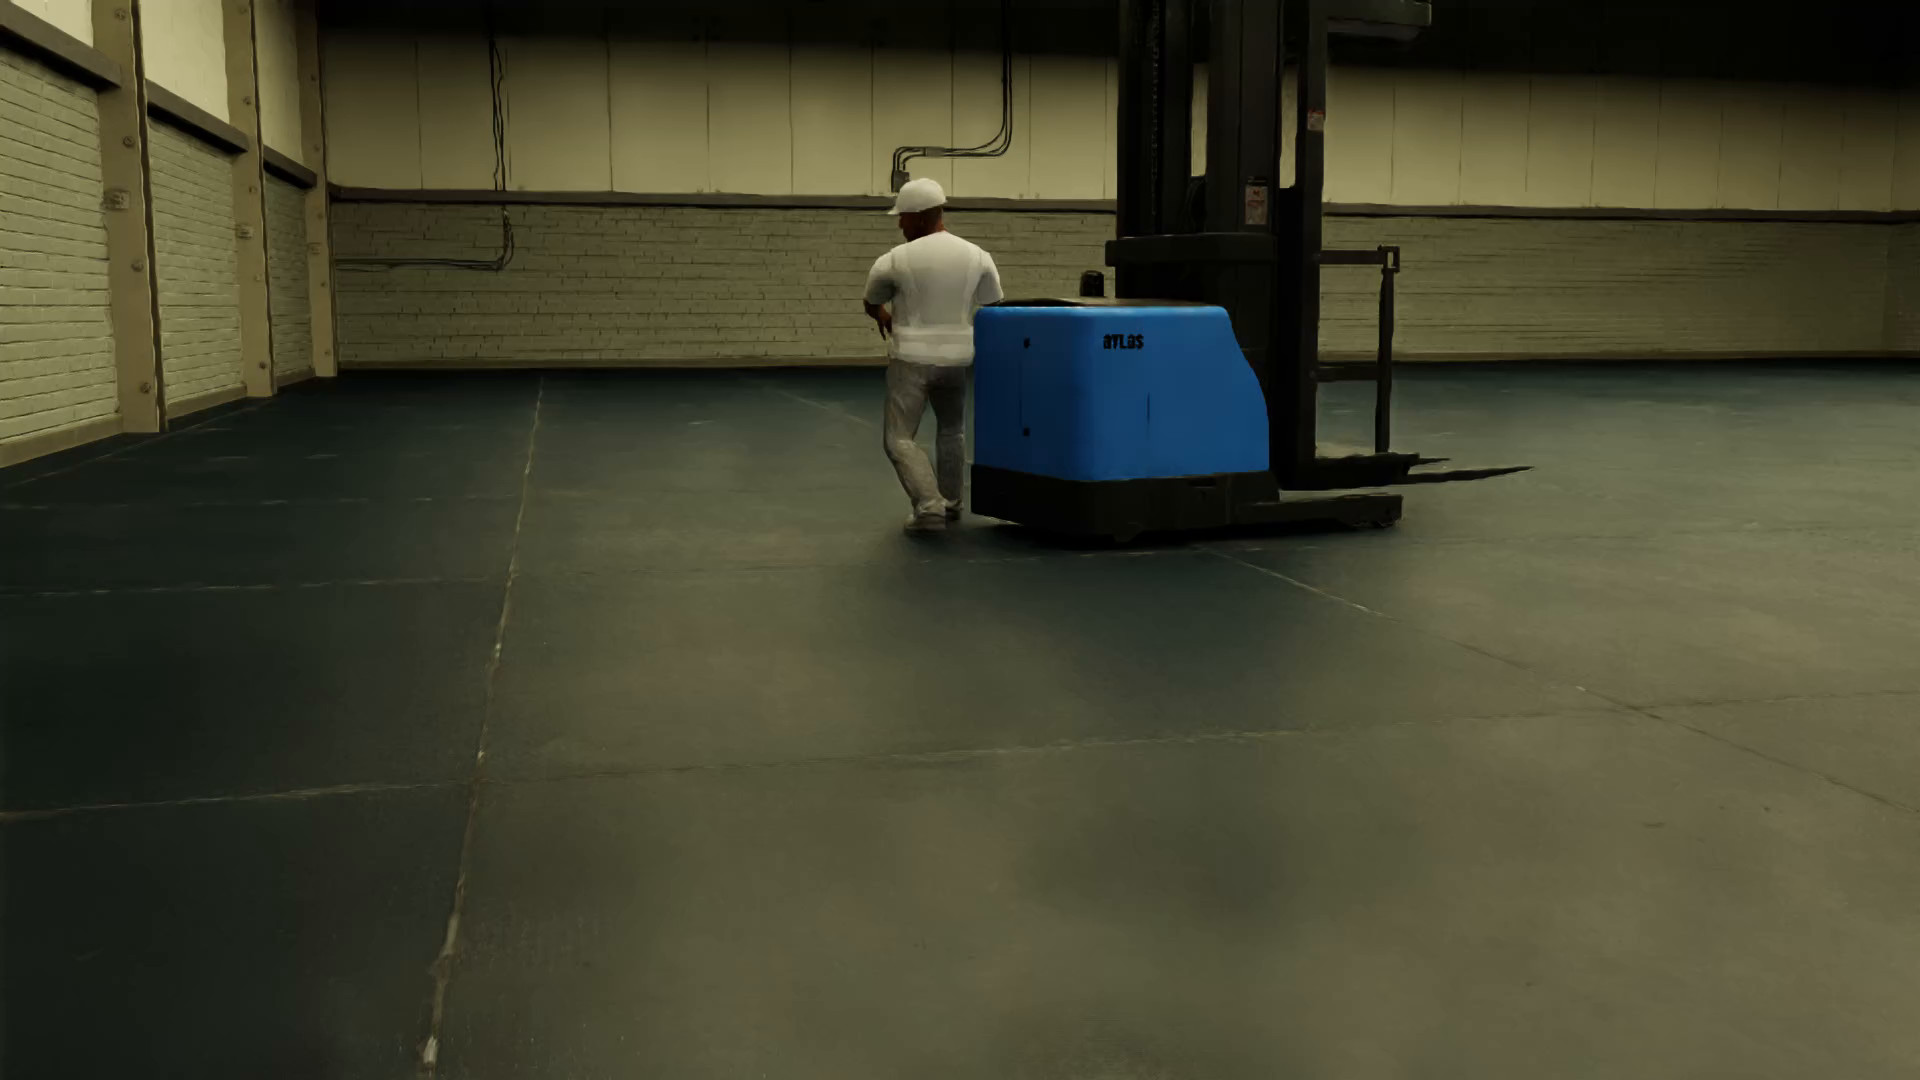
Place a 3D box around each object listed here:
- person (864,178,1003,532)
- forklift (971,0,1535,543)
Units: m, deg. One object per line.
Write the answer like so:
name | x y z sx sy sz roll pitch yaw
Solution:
person | -0.097 -0.885 8.084 0.758 1.687 0.857 -5 9 -30
forklift | 1.594 -1.562 8.290 3.031 2.935 1.130 -4 9 -29
